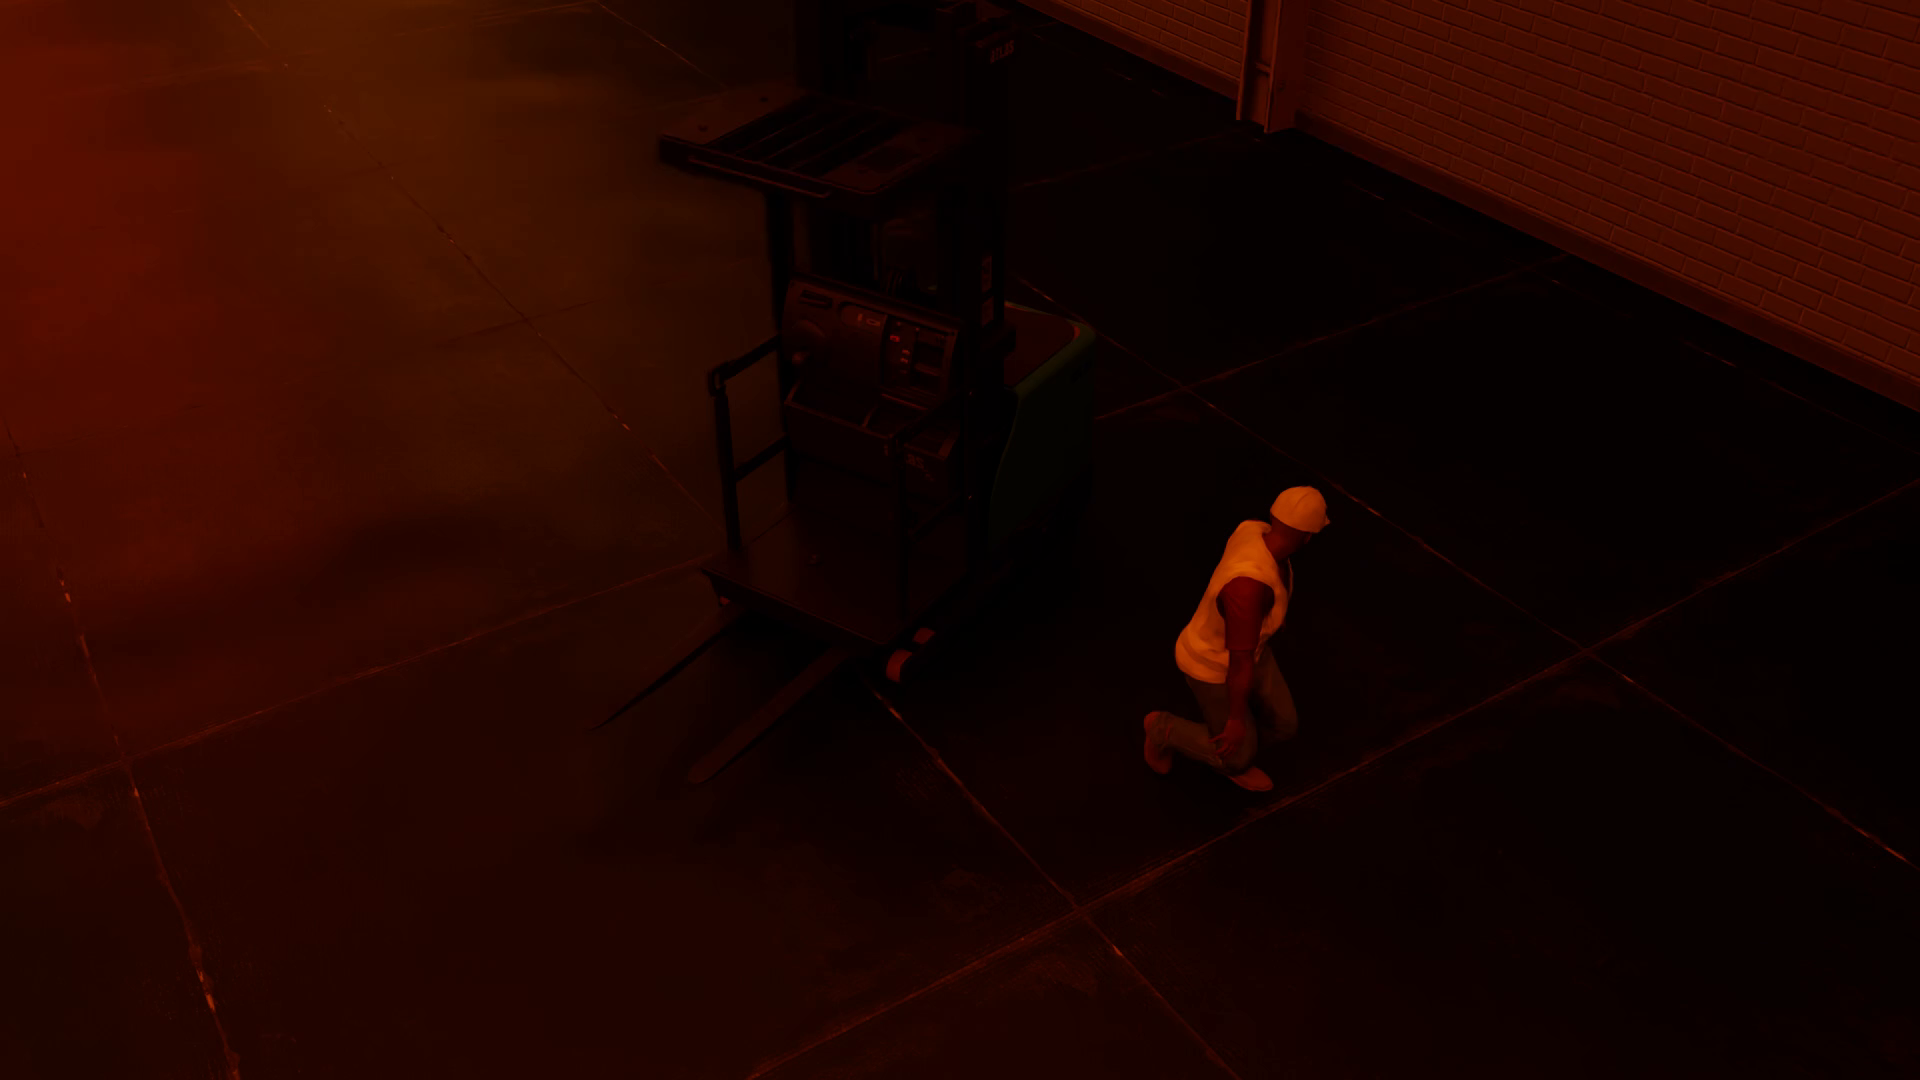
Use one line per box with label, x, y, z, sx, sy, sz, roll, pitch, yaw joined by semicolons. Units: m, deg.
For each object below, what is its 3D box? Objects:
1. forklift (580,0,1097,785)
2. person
forklift;-0.528;-0.838;7.340;1.130;2.935;3.031;21;40;27
person;1.091;0.425;6.760;0.647;1.556;0.873;21;40;27
